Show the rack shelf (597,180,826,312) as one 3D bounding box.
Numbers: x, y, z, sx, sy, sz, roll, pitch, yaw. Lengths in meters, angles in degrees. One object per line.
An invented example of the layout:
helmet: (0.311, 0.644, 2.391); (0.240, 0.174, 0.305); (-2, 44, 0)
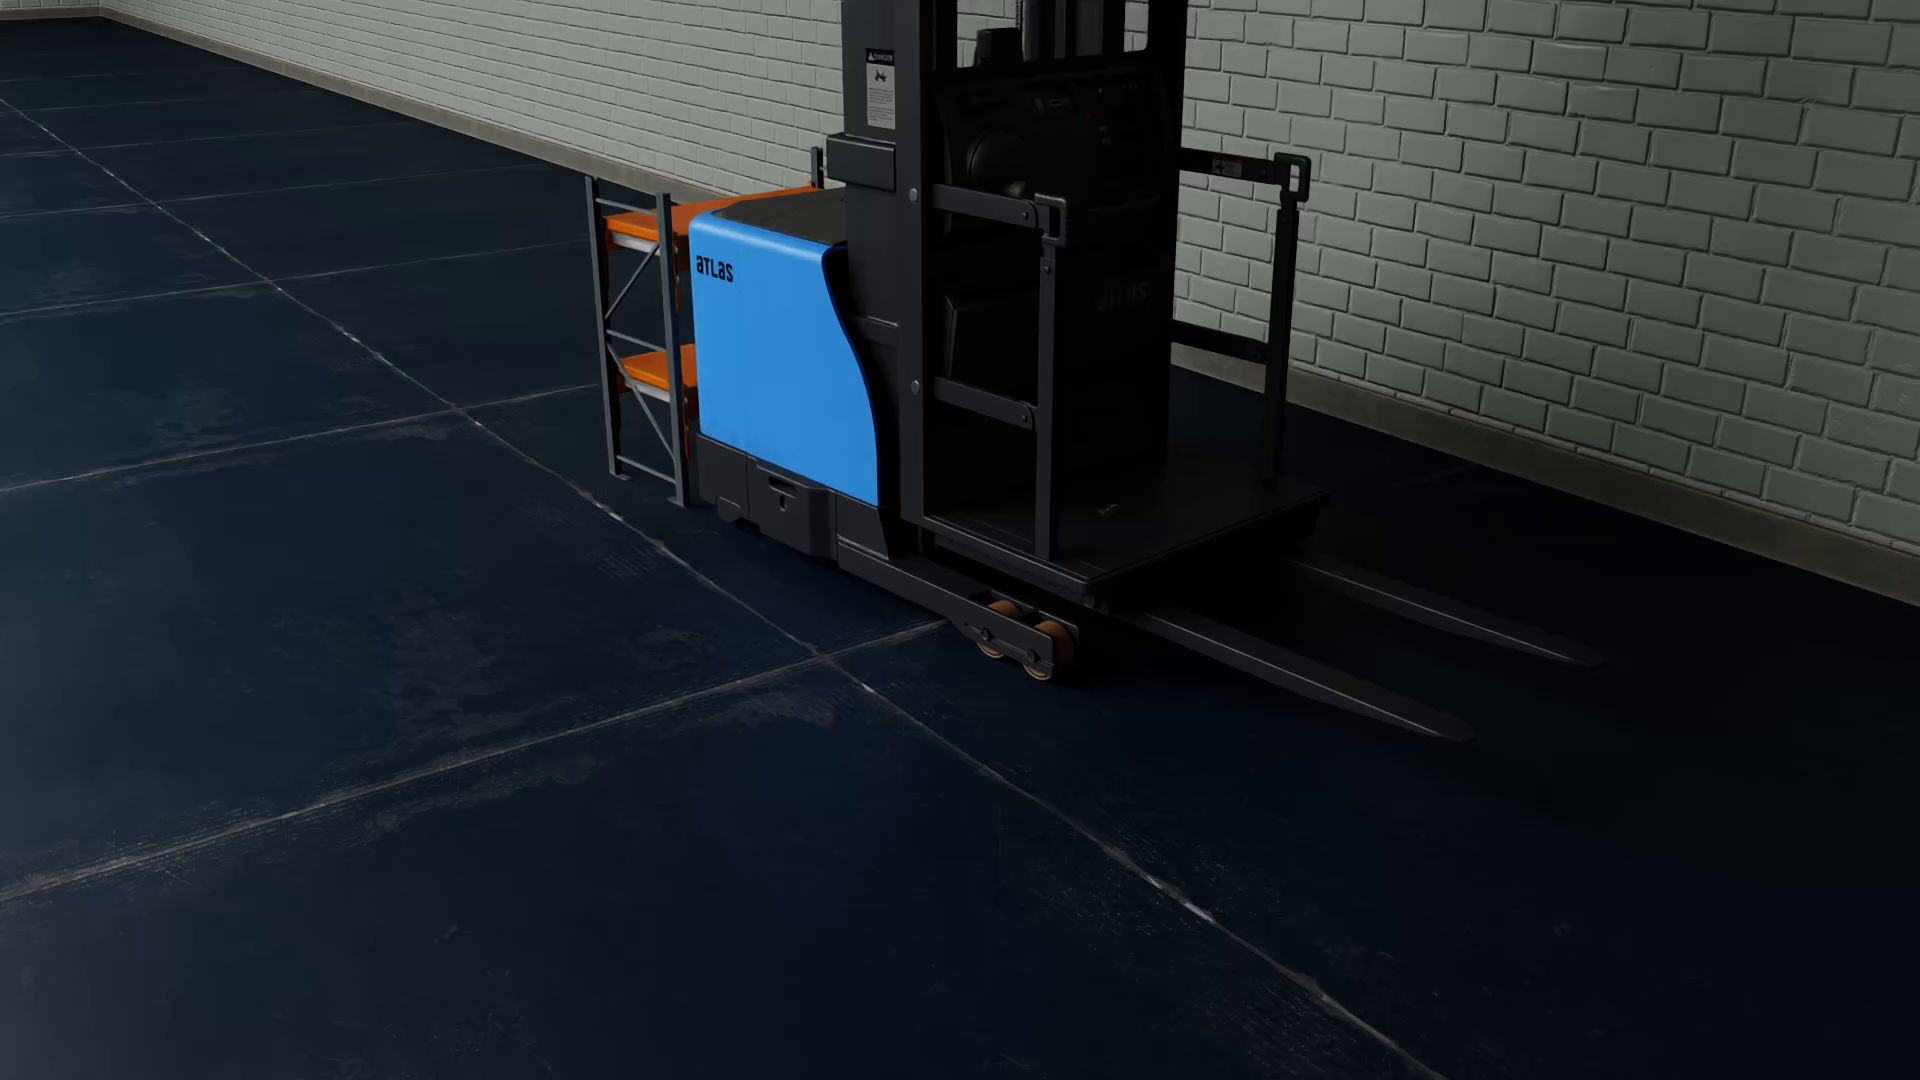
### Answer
rack shelf: (-0.785, -1.112, 6.198); (1.000, 0.278, 0.538); (-19, 28, -39)

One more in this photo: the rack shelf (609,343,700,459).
rack shelf: (-0.785, -0.613, 6.396); (1.000, 0.278, 0.538); (-19, 28, -39)

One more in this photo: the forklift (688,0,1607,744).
forklift: (0.430, -1.176, 4.712); (1.130, 2.935, 3.031); (-18, 28, -38)

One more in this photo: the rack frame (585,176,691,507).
rack frame: (-1.158, -0.712, 5.986); (0.032, 1.125, 0.500); (-19, 28, -39)

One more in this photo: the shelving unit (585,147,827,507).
shelving unit: (-0.785, -0.840, 6.306); (1.048, 1.125, 0.538); (-19, 28, -39)

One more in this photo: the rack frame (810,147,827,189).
rack frame: (-0.412, -0.968, 6.626); (0.032, 1.125, 0.500); (-19, 28, -39)
